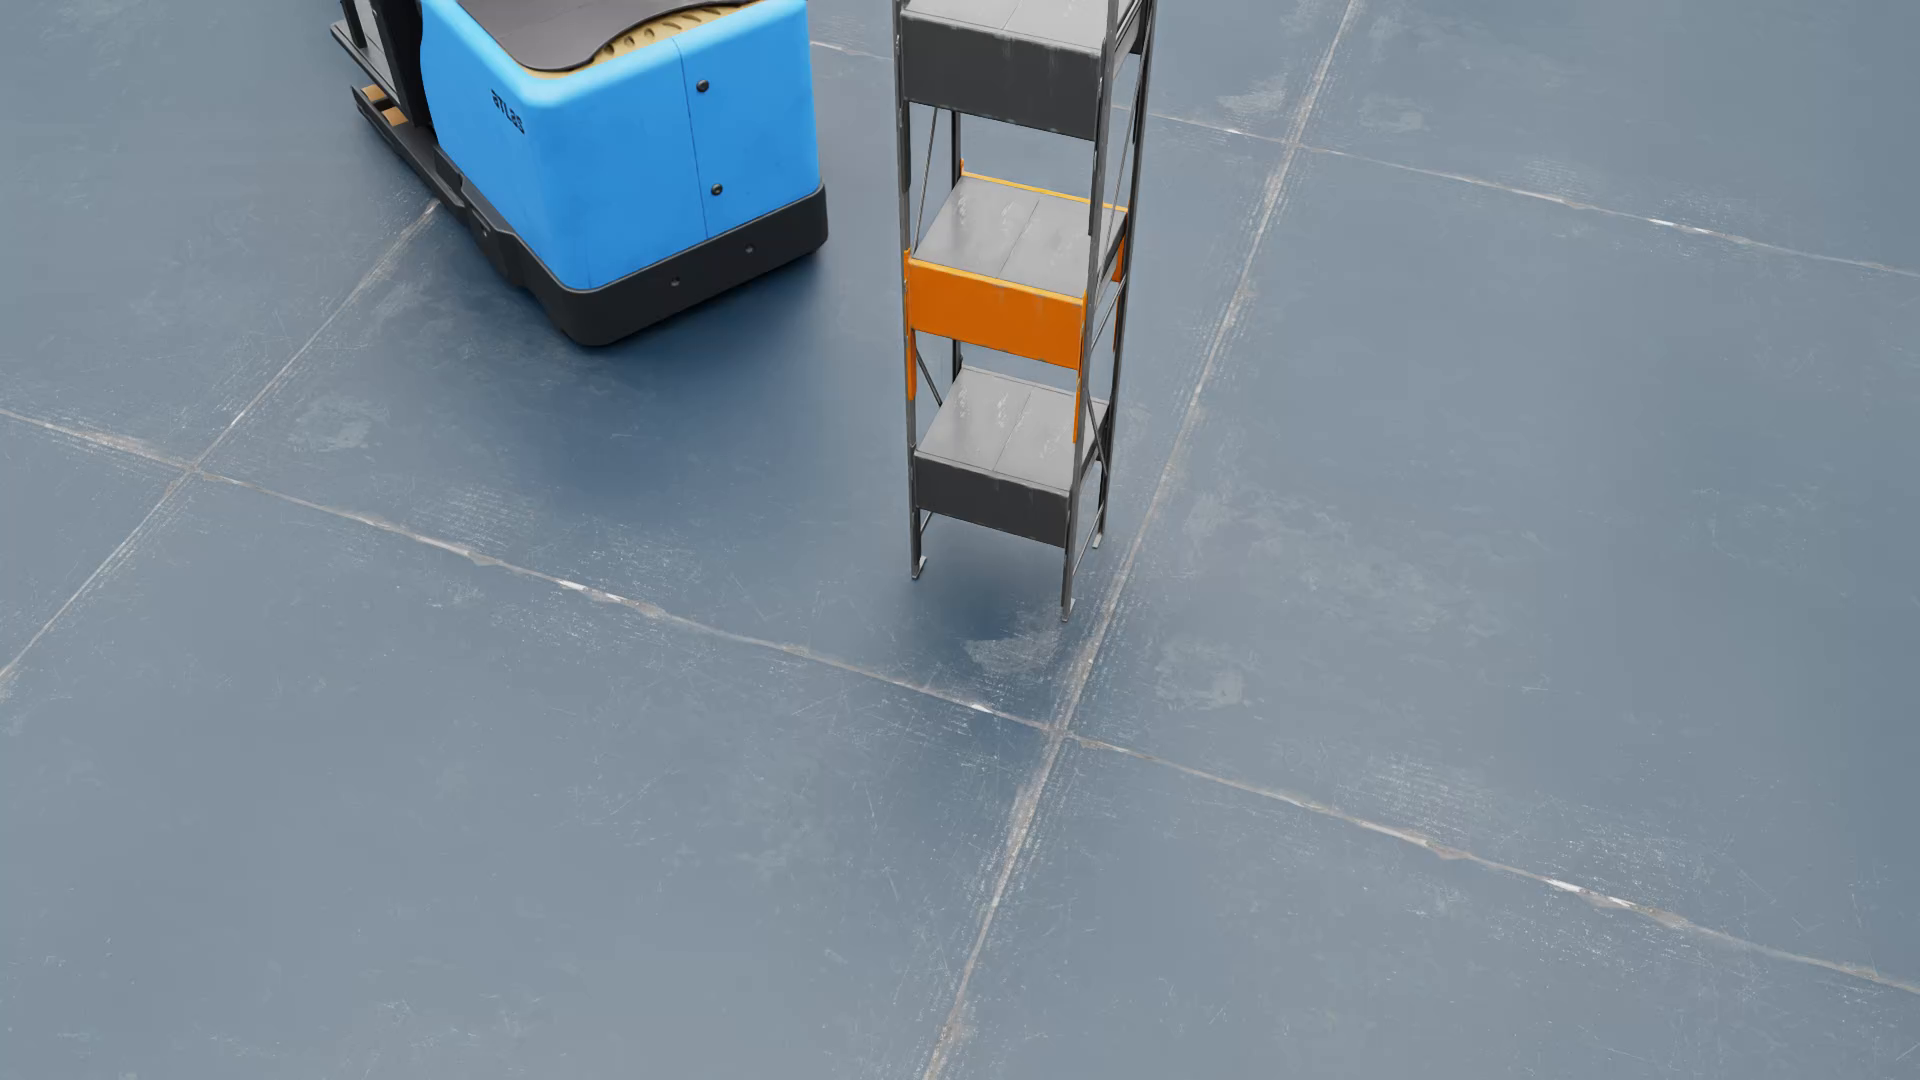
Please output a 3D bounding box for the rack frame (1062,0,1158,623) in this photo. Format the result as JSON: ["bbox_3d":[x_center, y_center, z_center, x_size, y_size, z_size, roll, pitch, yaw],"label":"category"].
[{"bbox_3d":[0.384,-0.580,4.364,0.015,2.100,0.400,16,51,13],"label":"rack frame"}]

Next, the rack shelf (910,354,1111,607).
[{"bbox_3d":[0.155,-0.177,4.958,0.480,0.518,0.431,16,51,13],"label":"rack shelf"}]

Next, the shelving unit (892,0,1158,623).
[{"bbox_3d":[0.155,-0.644,4.419,0.503,2.100,0.431,16,51,13],"label":"shelving unit"}]

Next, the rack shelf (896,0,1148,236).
[{"bbox_3d":[0.155,-1.094,3.900,0.480,0.518,0.431,16,51,13],"label":"rack shelf"}]

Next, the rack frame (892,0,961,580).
[{"bbox_3d":[-0.074,-0.708,4.474,0.015,2.100,0.400,16,51,13],"label":"rack frame"}]

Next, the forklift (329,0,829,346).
[{"bbox_3d":[-1.765,-2.704,5.654,1.130,2.935,3.031,-29,55,-23],"label":"forklift"}]

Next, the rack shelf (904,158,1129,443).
[{"bbox_3d":[0.155,-0.635,4.429,0.480,0.518,0.431,16,51,13],"label":"rack shelf"}]
